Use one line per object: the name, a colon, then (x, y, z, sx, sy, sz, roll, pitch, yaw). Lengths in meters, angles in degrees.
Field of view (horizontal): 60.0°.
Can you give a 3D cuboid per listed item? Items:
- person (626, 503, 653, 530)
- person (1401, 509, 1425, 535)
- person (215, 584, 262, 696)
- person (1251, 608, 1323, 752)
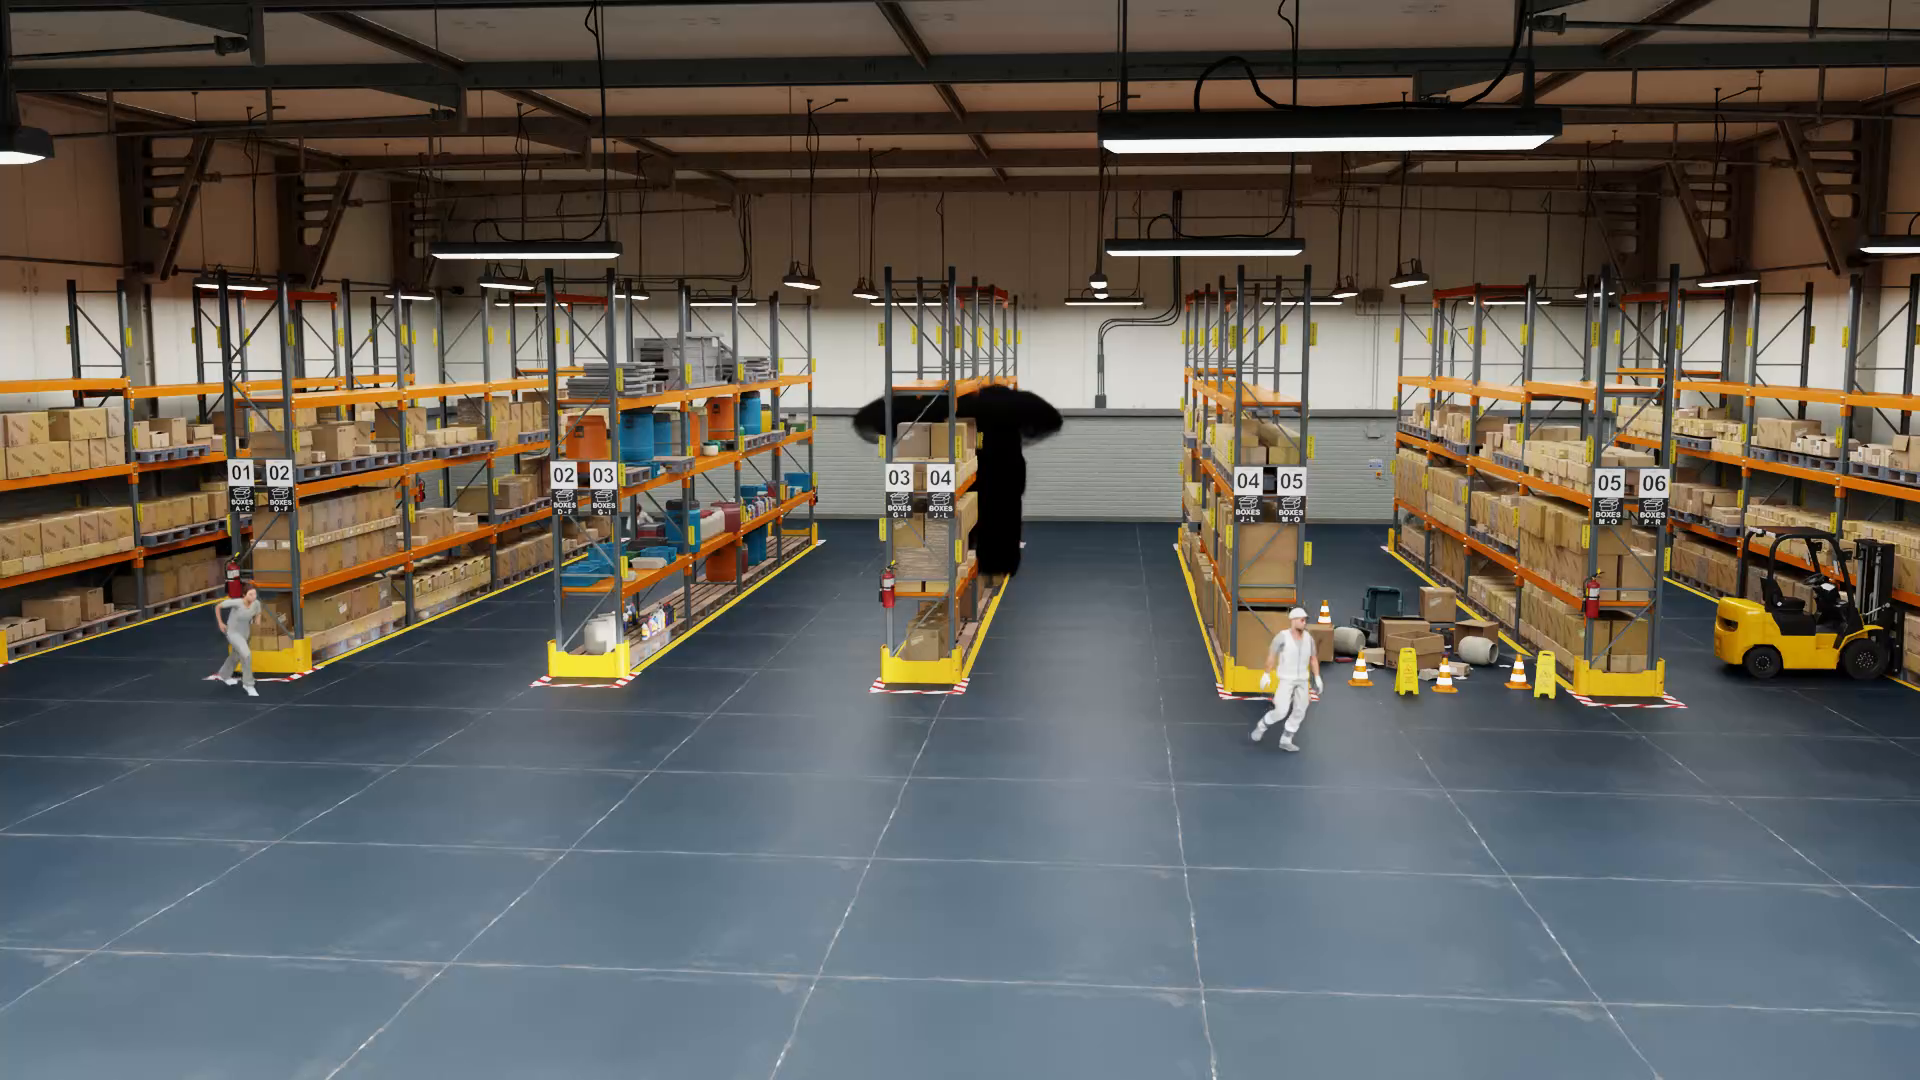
person: (-6.845, -0.061, 35.586, 0.545, 1.484, 0.841, 0, 7, -3)
person: (11.058, -0.800, 40.446, 0.845, 1.817, 0.647, 0, 7, -2)
person: (-10.235, 1.399, 23.481, 0.954, 1.624, 0.611, 5, 8, 34)
person: (3.959, 1.685, 20.183, 0.767, 1.745, 0.590, -2, 7, -17)
